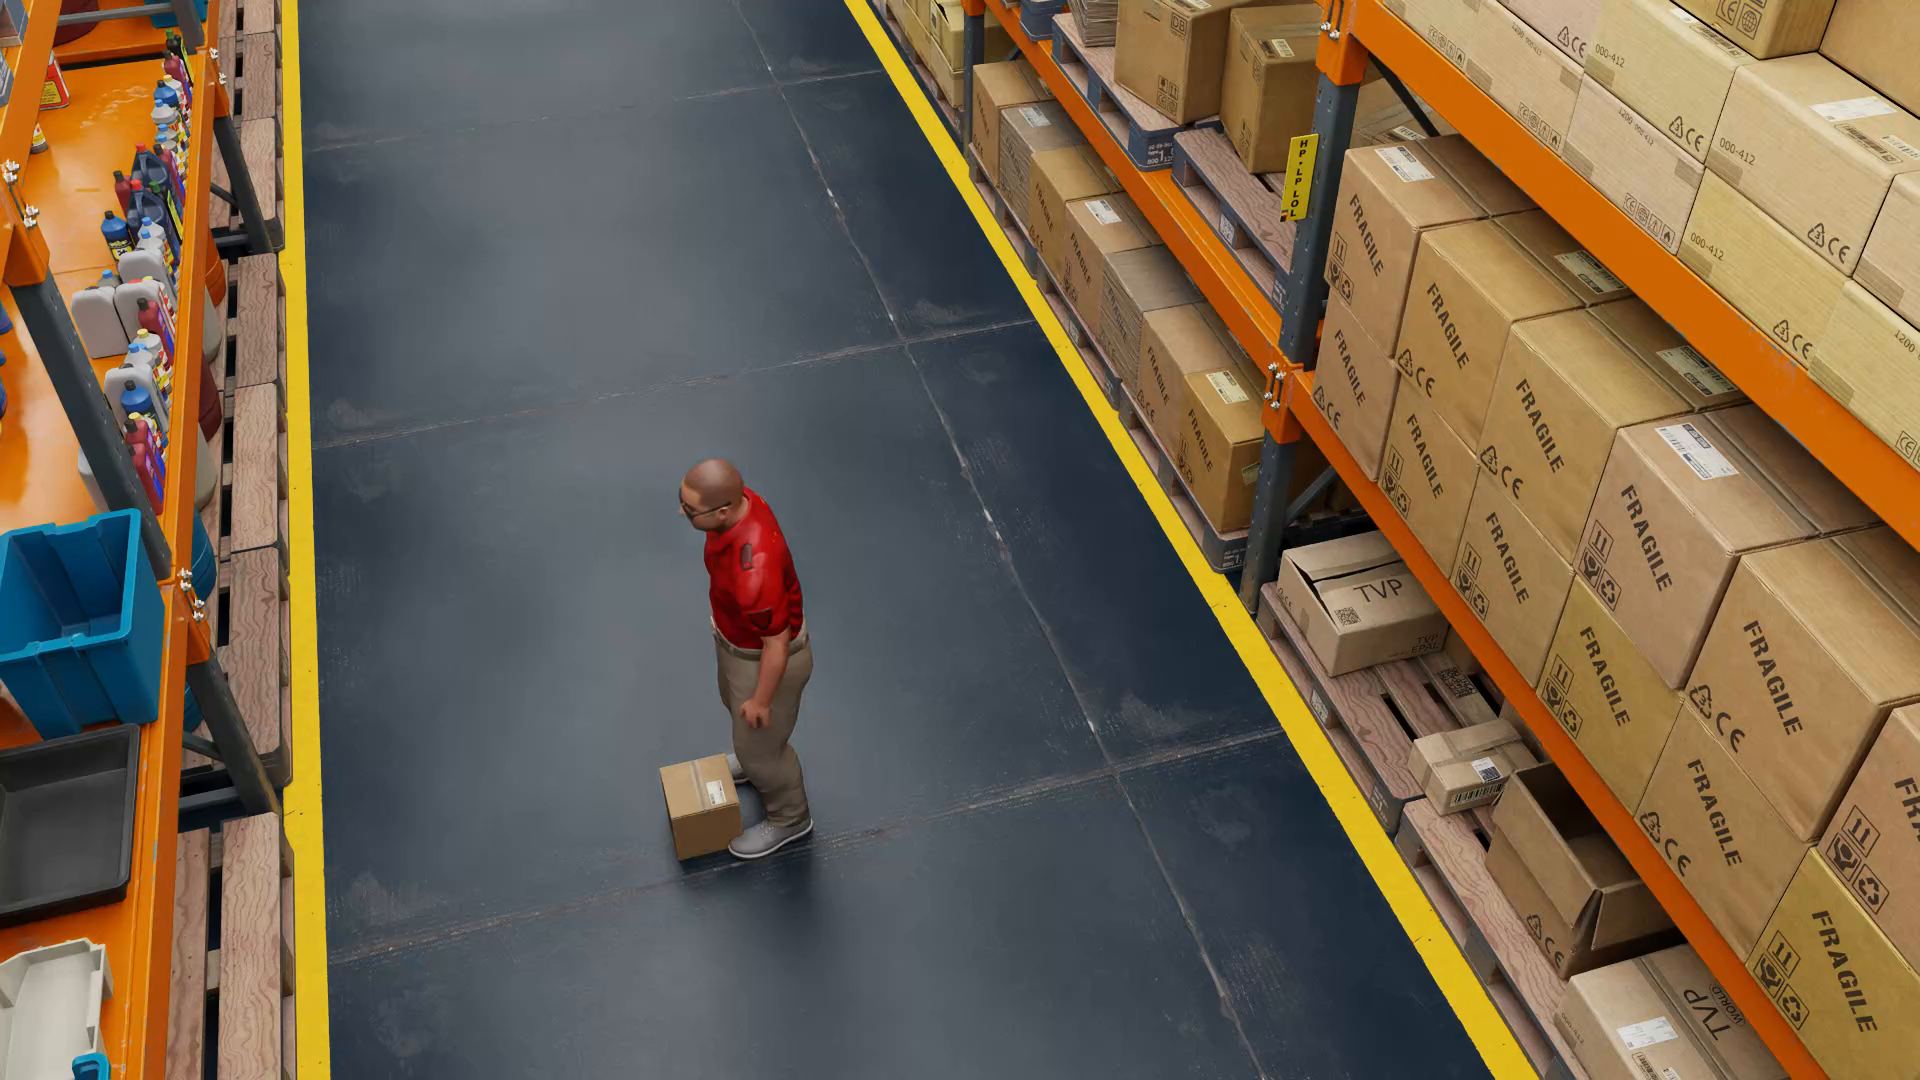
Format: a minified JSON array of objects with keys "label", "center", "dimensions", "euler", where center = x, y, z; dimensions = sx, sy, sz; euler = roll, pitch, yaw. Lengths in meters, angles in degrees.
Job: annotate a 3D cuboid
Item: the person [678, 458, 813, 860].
[{"label":"person","center":[-0.720,0.384,5.743],"dimensions":[0.390,1.727,0.585],"euler":[-12,43,-13]}]
